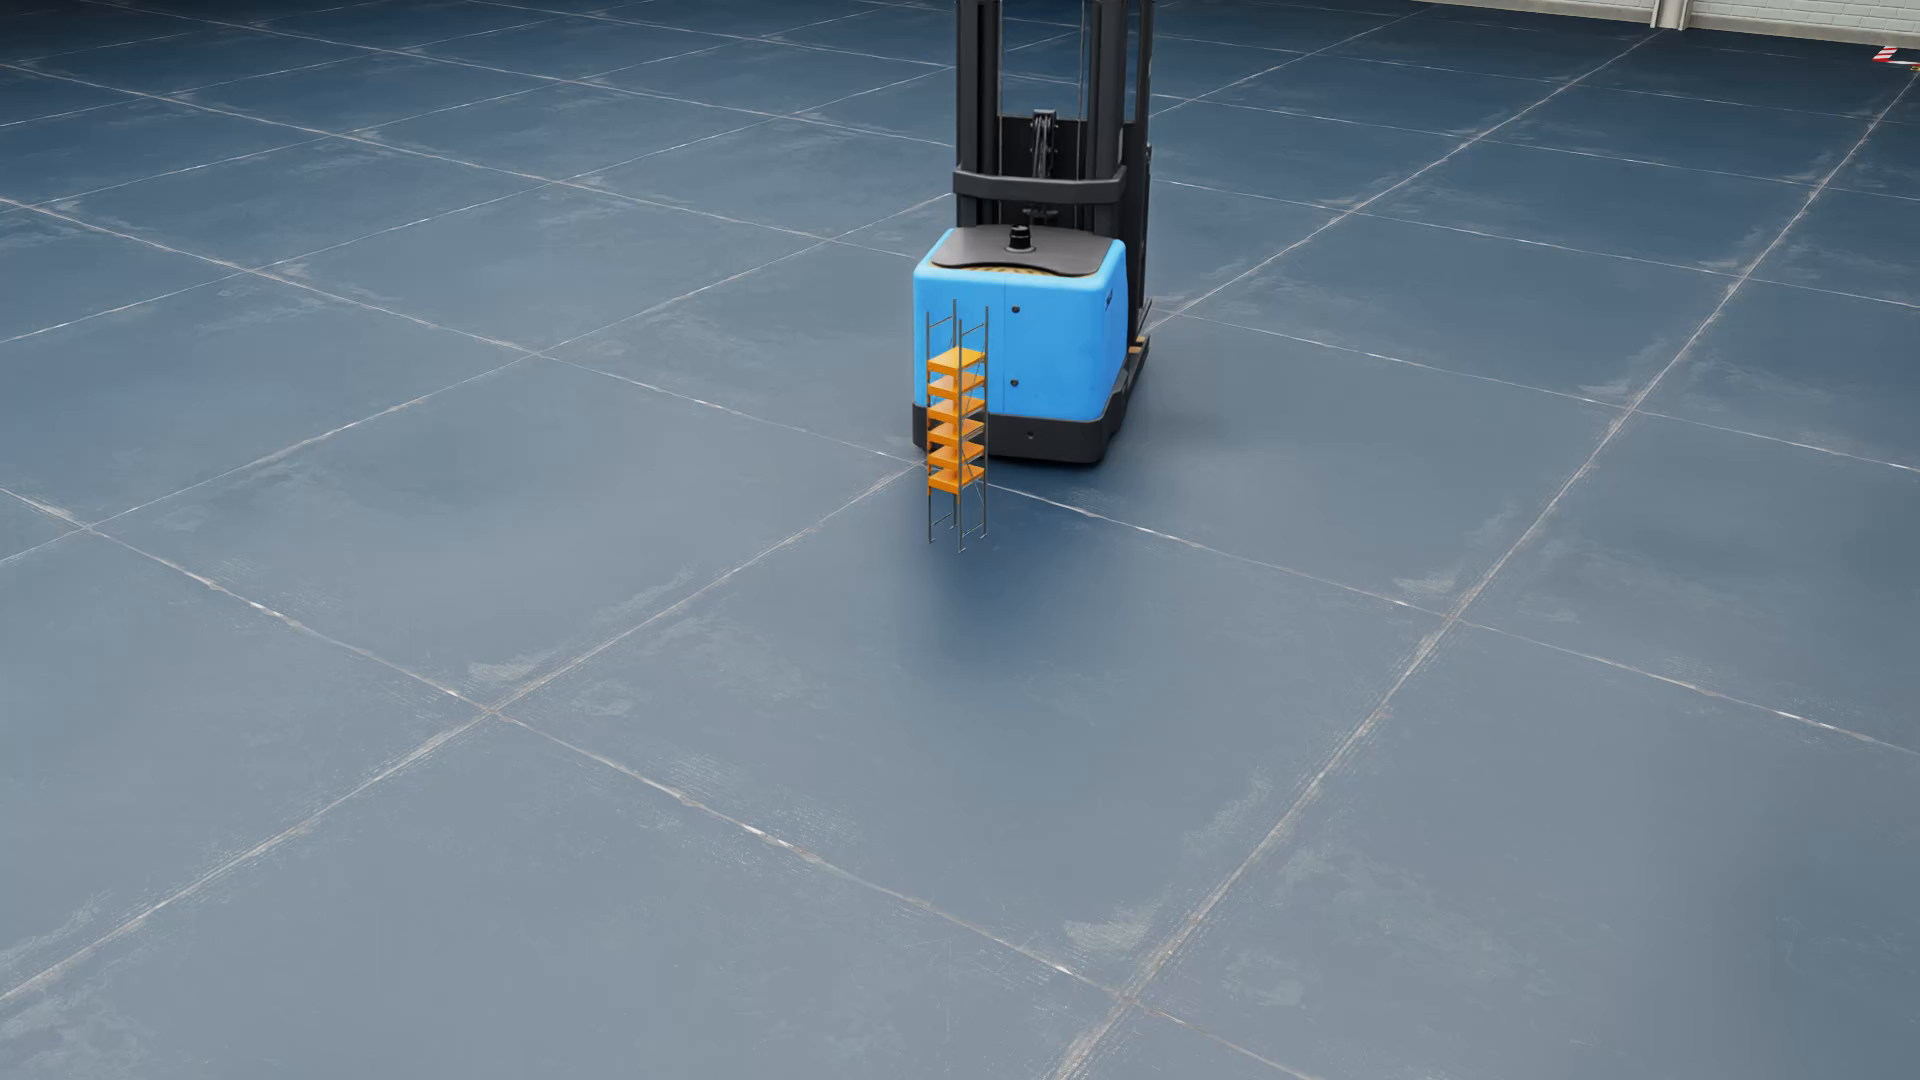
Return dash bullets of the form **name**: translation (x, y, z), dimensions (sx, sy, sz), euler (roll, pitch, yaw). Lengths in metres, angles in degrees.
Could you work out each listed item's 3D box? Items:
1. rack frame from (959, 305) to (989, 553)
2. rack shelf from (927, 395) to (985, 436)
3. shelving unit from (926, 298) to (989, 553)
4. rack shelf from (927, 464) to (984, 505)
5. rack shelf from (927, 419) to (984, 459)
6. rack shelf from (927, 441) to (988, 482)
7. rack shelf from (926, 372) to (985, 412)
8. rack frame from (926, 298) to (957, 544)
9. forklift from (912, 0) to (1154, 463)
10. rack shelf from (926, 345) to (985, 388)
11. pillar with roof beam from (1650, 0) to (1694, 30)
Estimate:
- **rack frame**: translation (0.063, -0.515, 7.939), dimensions (0.006, 1.200, 0.240), euler (17, 32, 30)
- **rack shelf**: translation (-0.012, -0.606, 7.951), dimensions (0.180, 0.103, 0.258), euler (17, 32, 30)
- **shelving unit**: translation (-0.012, -0.538, 7.985), dimensions (0.189, 1.200, 0.258), euler (17, 32, 30)
- **rack shelf**: translation (-0.012, -0.285, 8.114), dimensions (0.180, 0.103, 0.258), euler (17, 32, 30)
- **rack shelf**: translation (-0.012, -0.499, 8.005), dimensions (0.180, 0.103, 0.258), euler (17, 32, 30)
- **rack shelf**: translation (-0.012, -0.392, 8.060), dimensions (0.180, 0.103, 0.258), euler (17, 32, 30)
- **rack shelf**: translation (-0.012, -0.713, 7.896), dimensions (0.180, 0.103, 0.258), euler (17, 32, 30)
- **rack frame**: translation (-0.087, -0.562, 8.031), dimensions (0.006, 1.200, 0.240), euler (17, 32, 30)
- **forklift**: translation (0.574, -2.366, 9.667), dimensions (1.130, 2.935, 3.031), euler (6, 28, 12)
- **rack shelf**: translation (-0.012, -0.820, 7.842), dimensions (0.180, 0.103, 0.258), euler (17, 32, 30)
- **pillar with roof beam**: translation (6.499, -8.866, 15.749), dimensions (0.400, 9.000, 9.100), euler (17, 32, 30)
